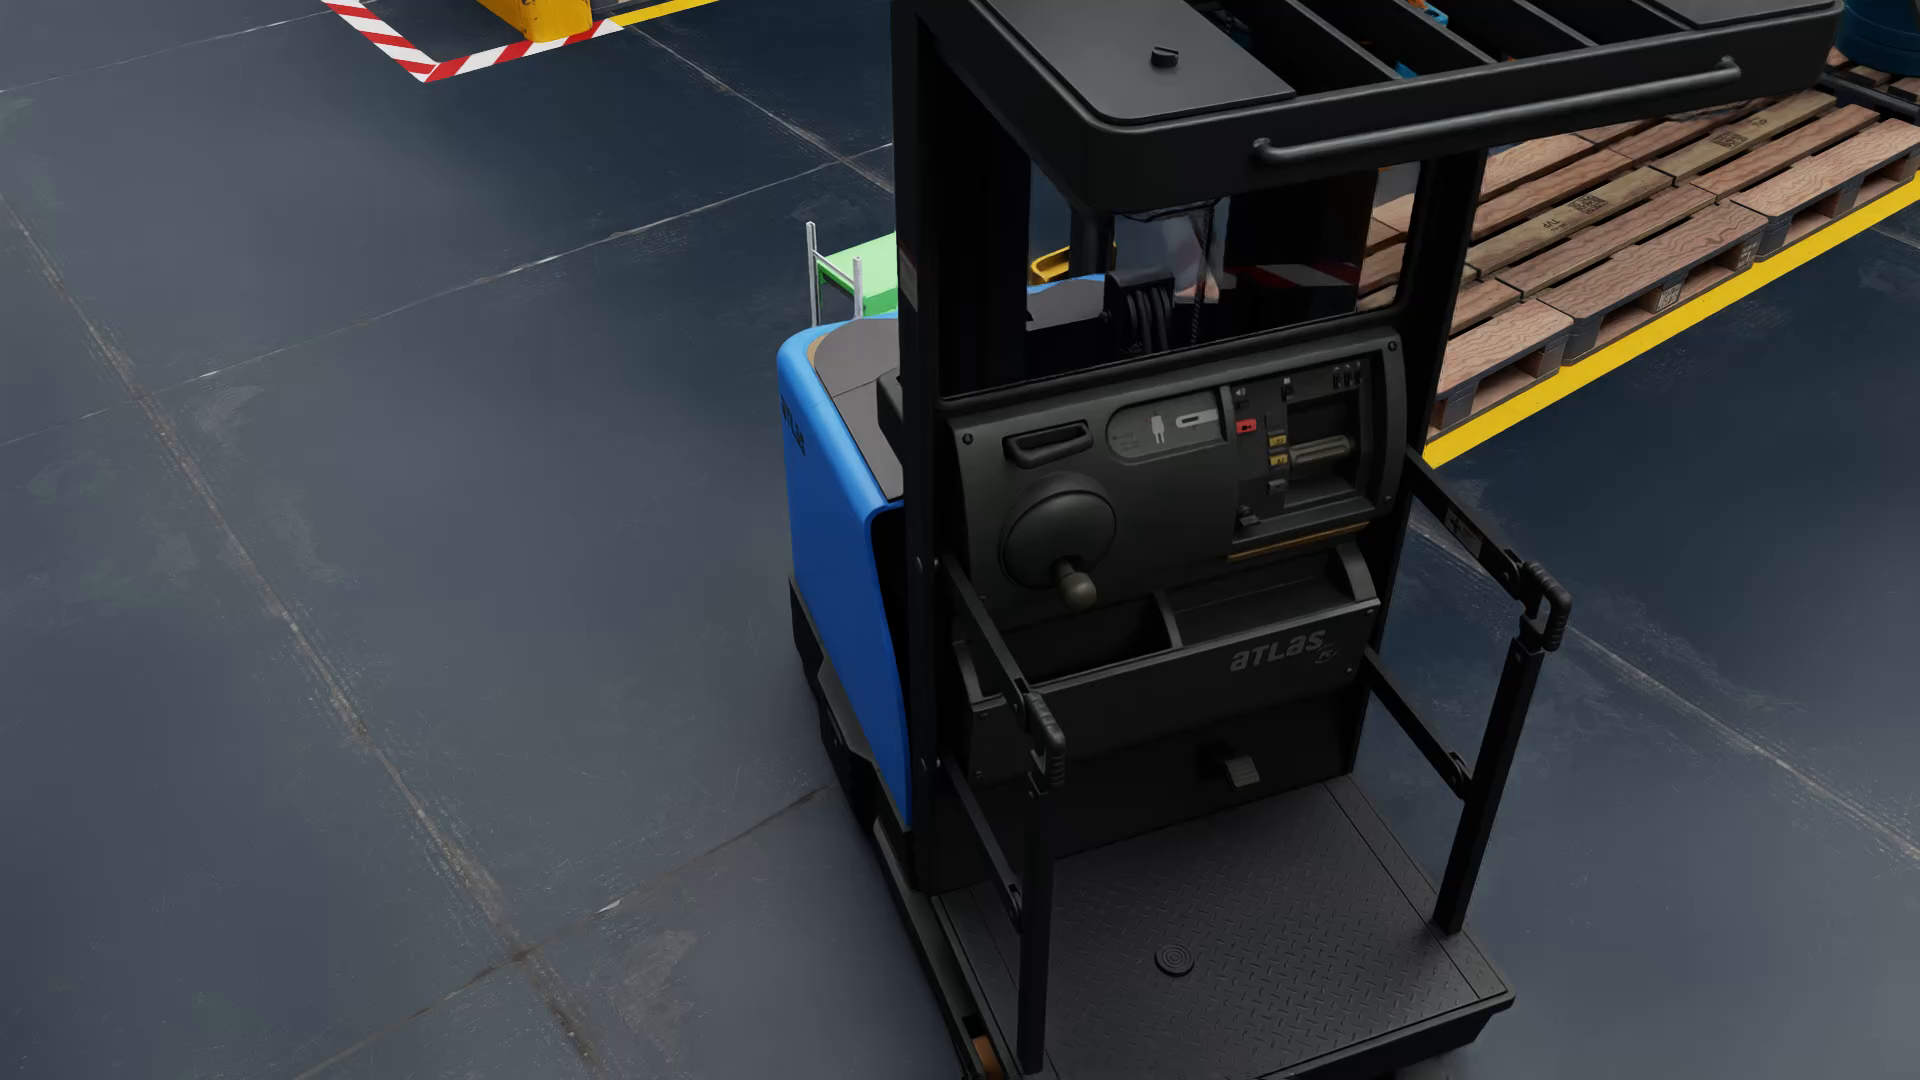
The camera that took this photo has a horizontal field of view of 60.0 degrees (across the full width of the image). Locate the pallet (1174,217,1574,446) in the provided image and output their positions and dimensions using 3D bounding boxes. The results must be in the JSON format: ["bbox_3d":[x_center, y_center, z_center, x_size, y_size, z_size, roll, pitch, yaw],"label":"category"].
[{"bbox_3d":[1.393,-0.711,5.950,1.213,0.211,1.003,-26,46,-28],"label":"pallet"}]

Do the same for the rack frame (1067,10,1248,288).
[{"bbox_3d":[0.715,-1.490,4.701,0.127,3.000,1.000,-26,46,-28],"label":"rack frame"}]

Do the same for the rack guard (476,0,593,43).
[{"bbox_3d":[-2.322,-3.005,8.519,0.348,0.500,1.175,-26,46,-28],"label":"rack guard"}]

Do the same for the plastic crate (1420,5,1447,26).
[{"bbox_3d":[1.417,-1.423,4.781,0.298,0.136,0.250,-26,46,-28],"label":"plastic crate"}]

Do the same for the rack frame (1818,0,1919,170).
[{"bbox_3d":[3.887,-3.036,6.586,0.127,3.000,1.000,-26,46,-28],"label":"rack frame"}]

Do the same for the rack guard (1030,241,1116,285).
[{"bbox_3d":[0.704,-0.508,5.475,0.348,0.500,1.175,-26,46,-28],"label":"rack guard"}]

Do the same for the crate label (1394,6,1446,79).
[{"bbox_3d":[1.112,-1.378,4.650,0.303,0.233,0.416,-26,46,-28],"label":"crate label"}]

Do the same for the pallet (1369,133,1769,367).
[{"bbox_3d":[2.360,-1.180,6.522,1.213,0.211,1.003,-26,46,-28],"label":"pallet"}]

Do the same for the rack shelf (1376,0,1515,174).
[{"bbox_3d":[2.301,-1.985,5.872,4.000,0.370,1.077,-26,46,-28],"label":"rack shelf"}]

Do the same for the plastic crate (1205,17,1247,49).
[{"bbox_3d":[0.867,-1.750,4.943,0.499,0.435,0.616,-26,46,-28],"label":"plastic crate"}]

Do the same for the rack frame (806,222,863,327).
[{"bbox_3d":[-0.329,-0.311,4.681,0.015,1.200,0.240,-25,46,-28],"label":"rack frame"}]

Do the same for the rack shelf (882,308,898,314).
[{"bbox_3d":[-0.133,-0.539,4.682,0.480,0.148,0.258,-25,46,-28],"label":"rack shelf"}]

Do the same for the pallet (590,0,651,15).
[{"bbox_3d":[-1.716,-3.251,9.047,1.213,0.211,1.003,-26,46,-28],"label":"pallet"}]

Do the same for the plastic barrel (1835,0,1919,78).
[{"bbox_3d":[4.329,-2.589,7.364,0.708,0.901,0.600,-26,46,-28],"label":"plastic barrel"}]

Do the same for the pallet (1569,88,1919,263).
[{"bbox_3d":[3.328,-1.654,7.100,1.213,0.211,1.003,-26,46,-28],"label":"pallet"}]

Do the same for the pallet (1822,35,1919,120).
[{"bbox_3d":[4.524,-2.235,7.808,1.213,0.211,1.003,-26,46,-28],"label":"pallet"}]

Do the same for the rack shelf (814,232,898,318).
[{"bbox_3d":[-0.132,-0.725,4.530,0.480,0.148,0.258,-25,46,-28],"label":"rack shelf"}]

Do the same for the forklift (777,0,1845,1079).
[{"bbox_3d":[0.511,-0.058,3.009,1.130,2.935,3.031,-13,41,-16],"label":"forklift"}]

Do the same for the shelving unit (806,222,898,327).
[{"bbox_3d":[-0.133,-0.403,4.794,0.503,1.200,0.258,-25,46,-28],"label":"shelving unit"}]
